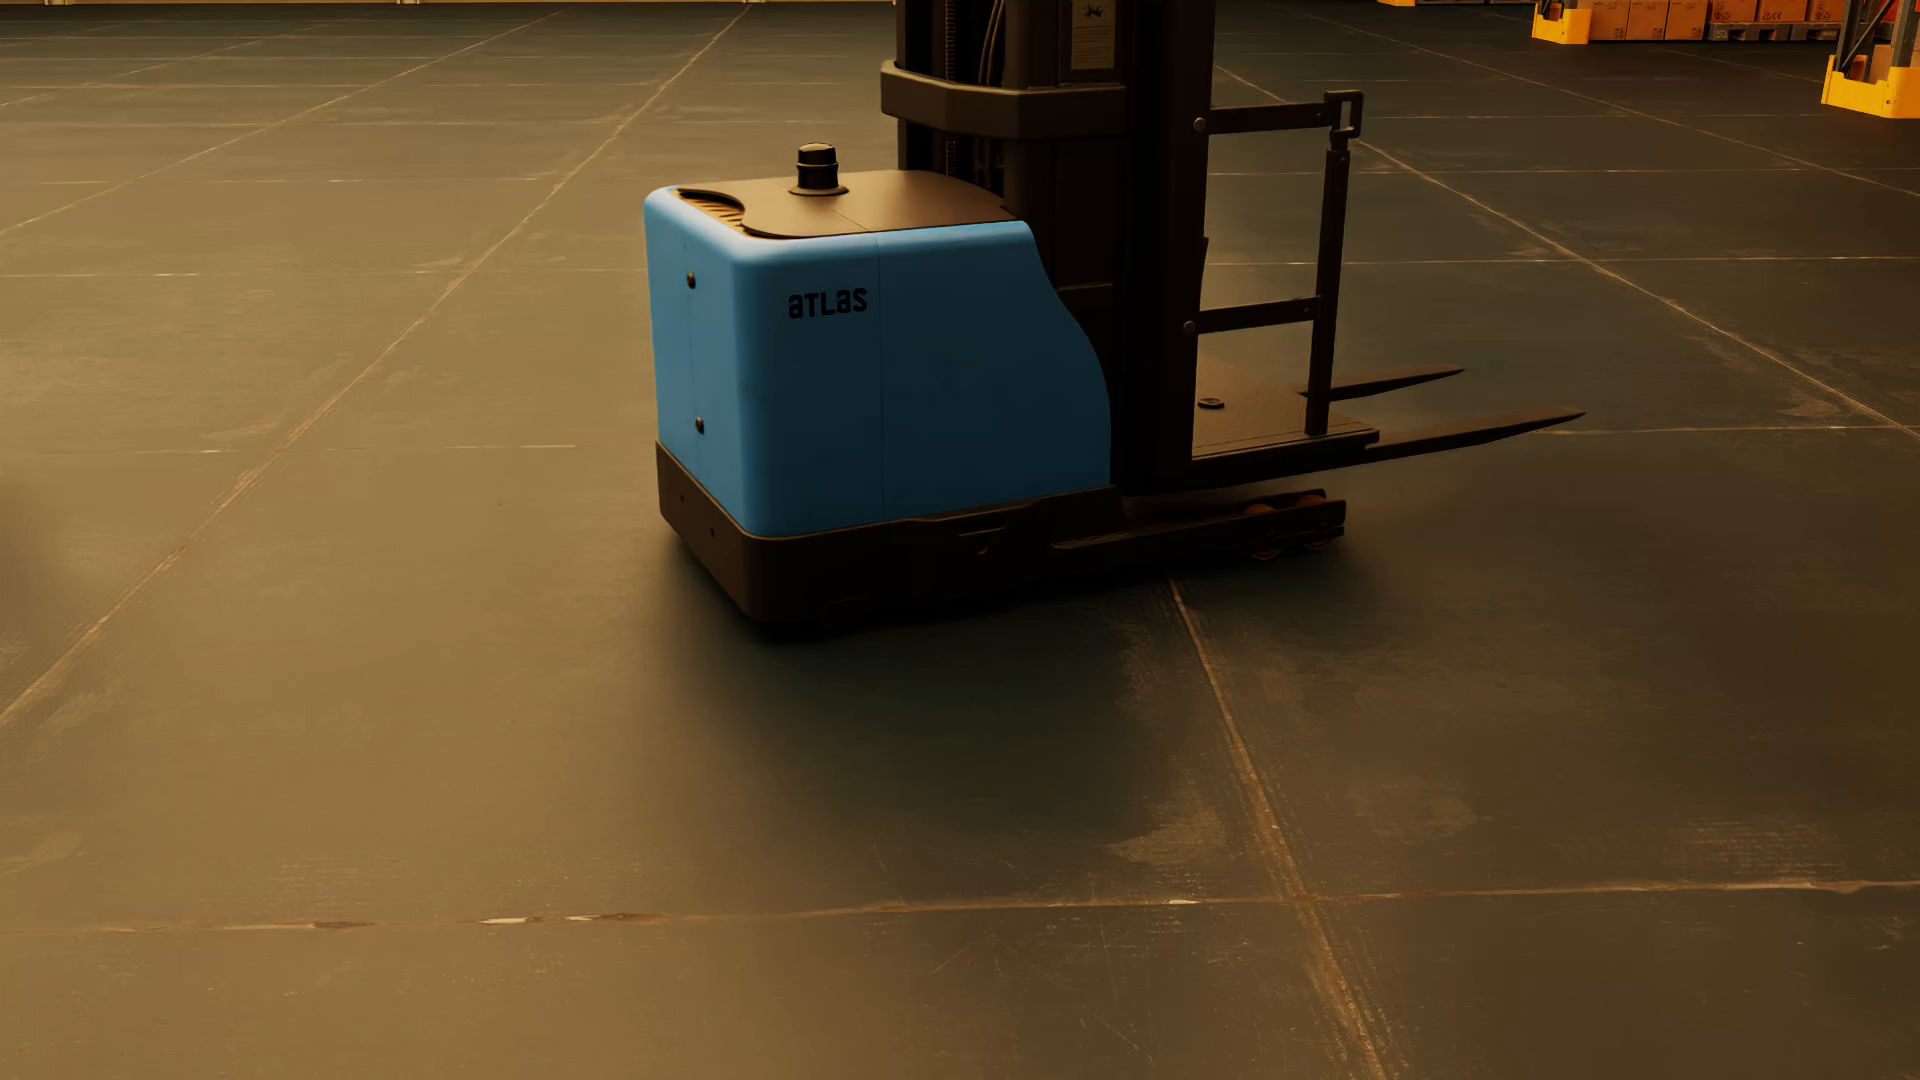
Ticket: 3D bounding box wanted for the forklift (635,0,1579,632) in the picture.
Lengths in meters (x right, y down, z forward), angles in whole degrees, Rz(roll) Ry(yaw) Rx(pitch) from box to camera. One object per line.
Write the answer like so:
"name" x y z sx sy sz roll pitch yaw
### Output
"forklift" 0.598 -1.465 4.894 3.031 2.935 1.130 -10 23 -23
